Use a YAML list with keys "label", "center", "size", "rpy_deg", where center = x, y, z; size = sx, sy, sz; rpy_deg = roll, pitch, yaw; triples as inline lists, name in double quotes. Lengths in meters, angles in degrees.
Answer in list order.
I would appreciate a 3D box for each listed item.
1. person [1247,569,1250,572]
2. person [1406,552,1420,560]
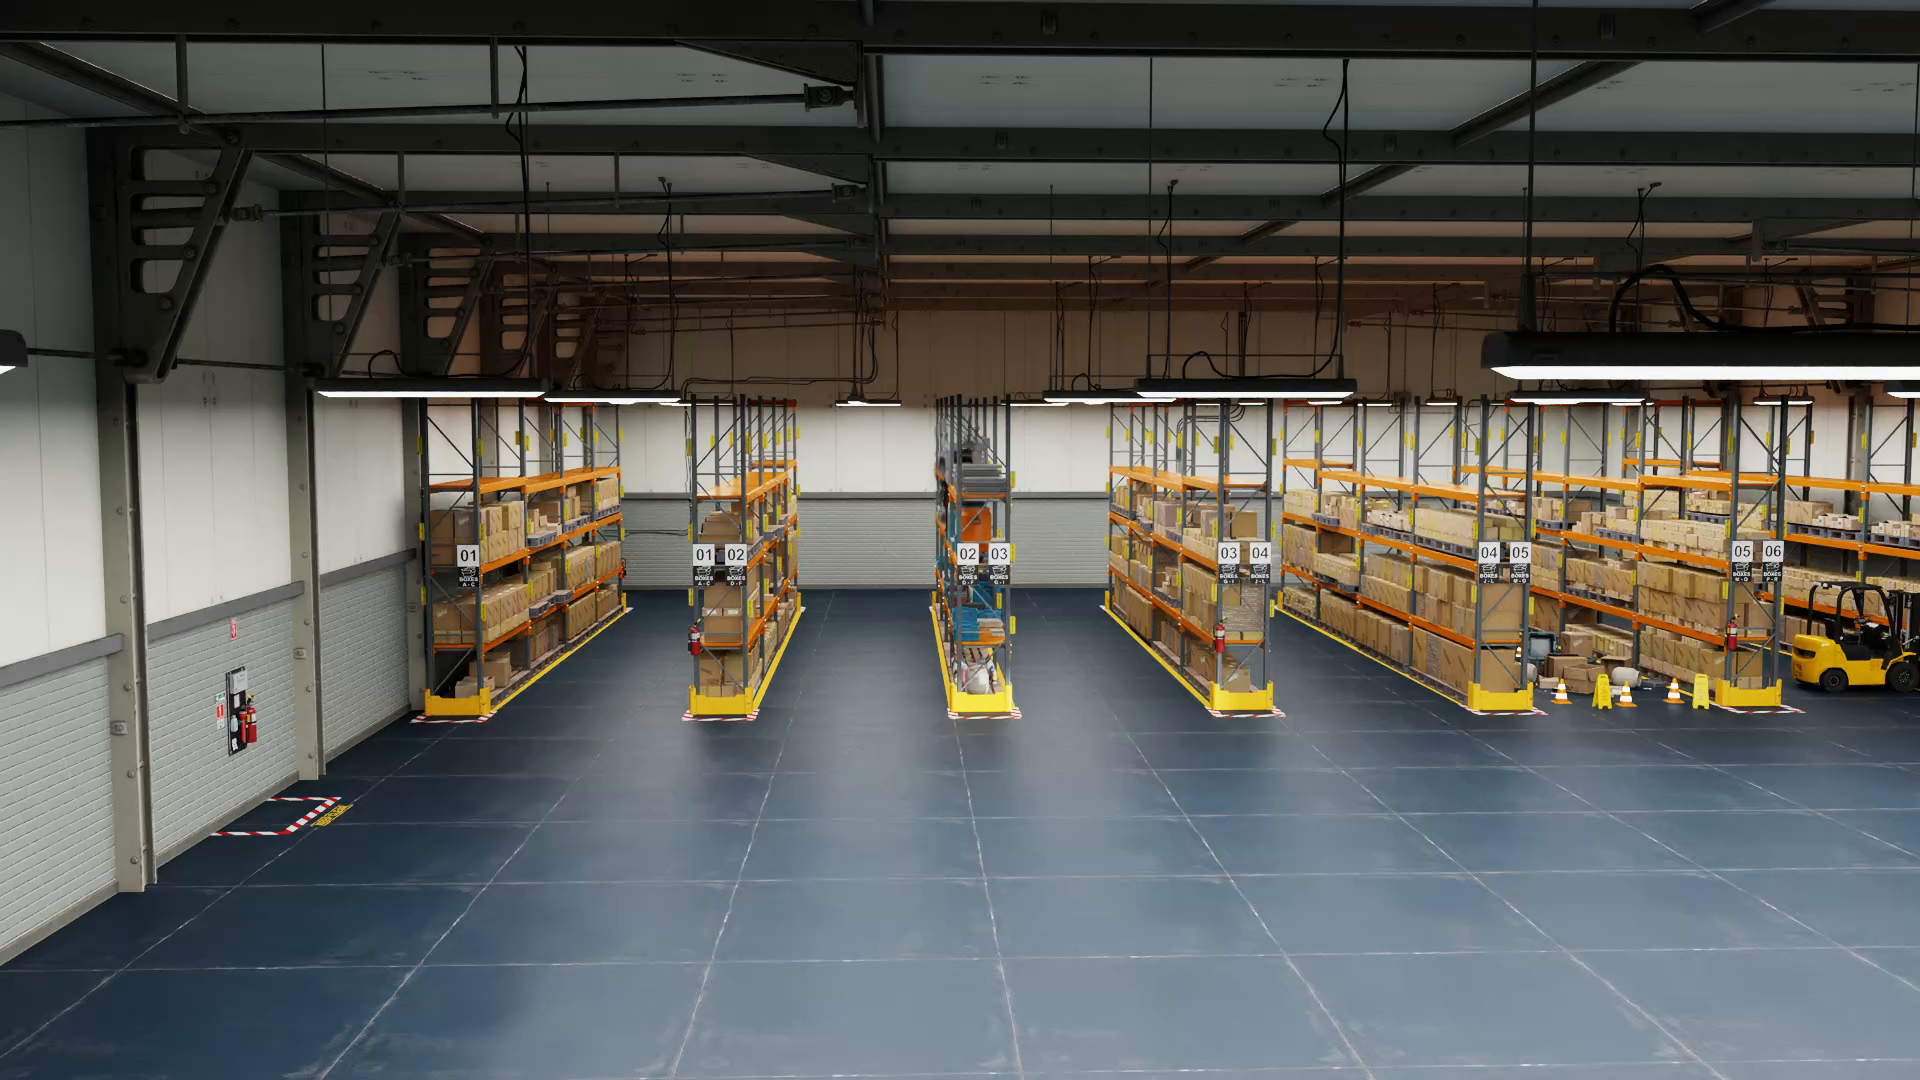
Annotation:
- label: "person"
  center: [8.065, 1.343, 45.495]
  size: [0.683, 1.691, 0.900]
  rpy_deg: [-1, 5, -11]
- label: "person"
  center: [13.355, 0.959, 49.323]
  size: [0.725, 1.811, 0.693]
  rpy_deg: [1, 5, 7]
